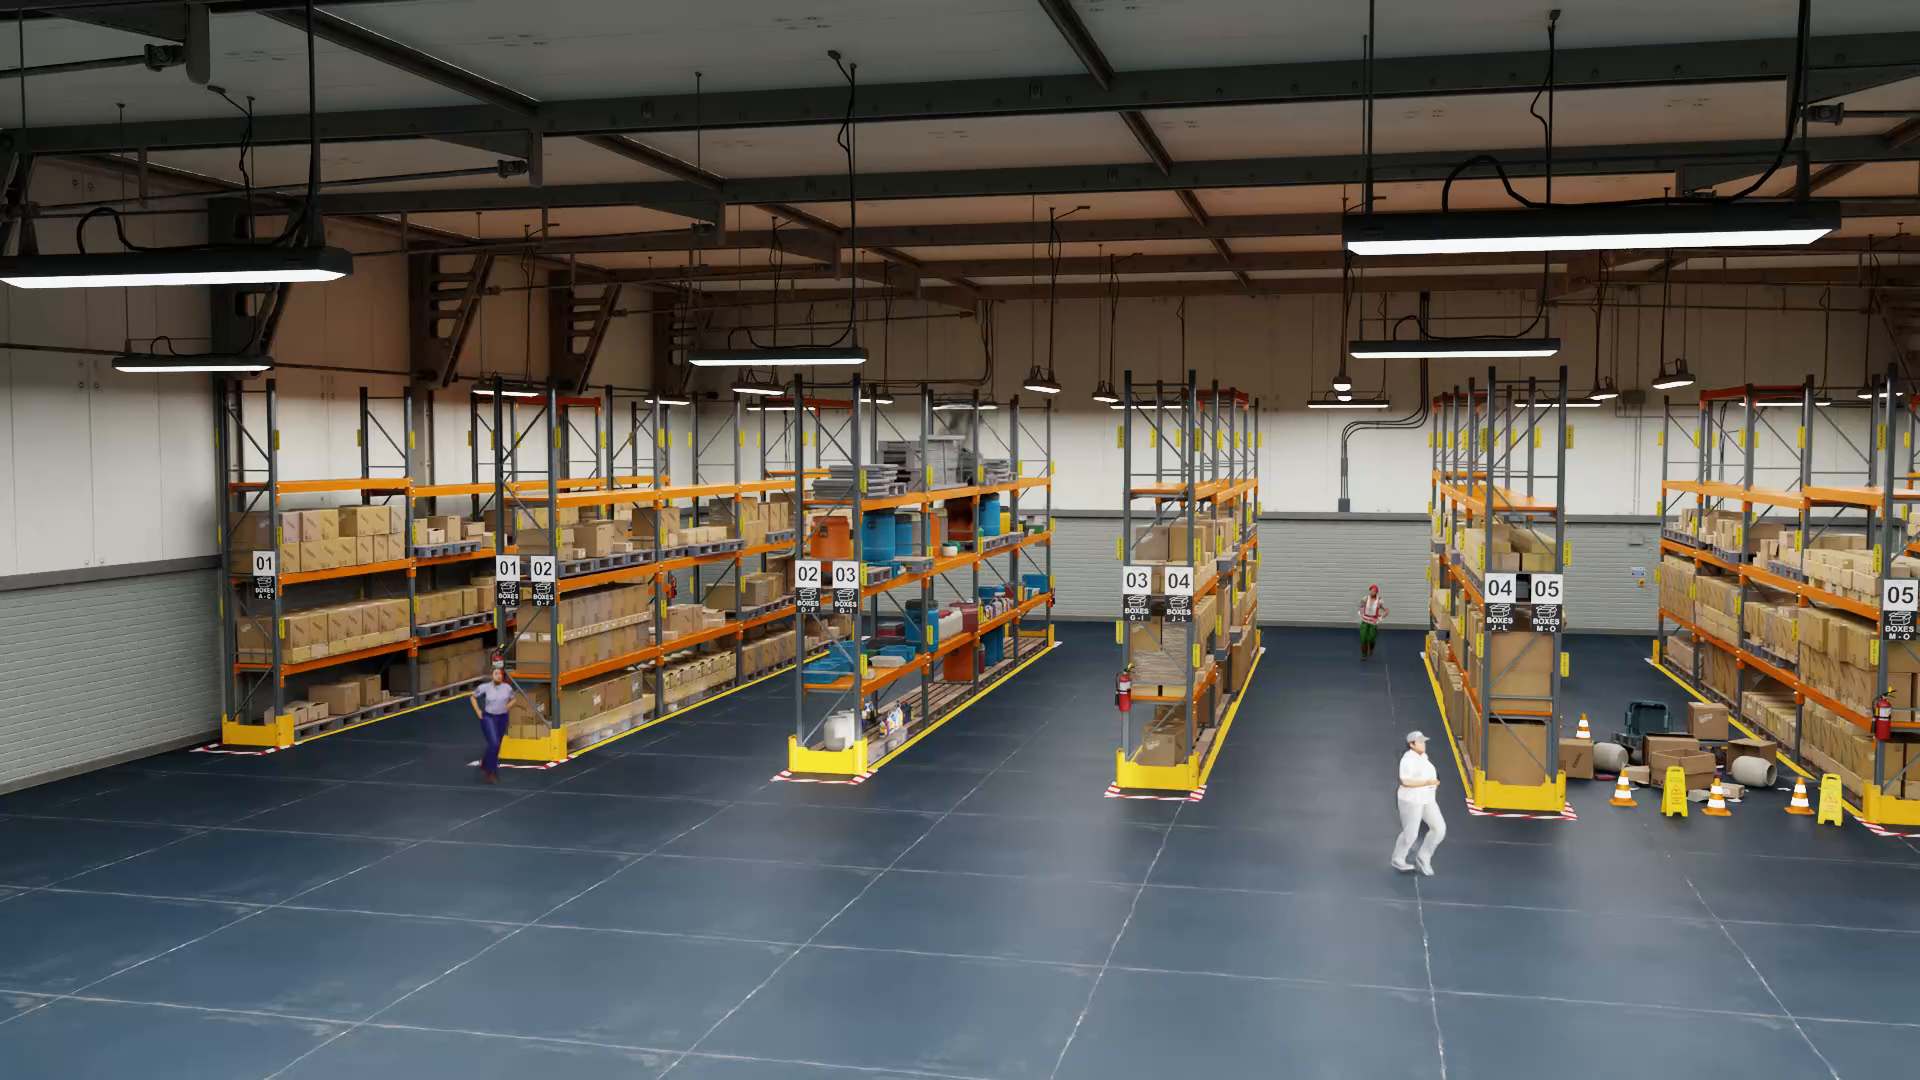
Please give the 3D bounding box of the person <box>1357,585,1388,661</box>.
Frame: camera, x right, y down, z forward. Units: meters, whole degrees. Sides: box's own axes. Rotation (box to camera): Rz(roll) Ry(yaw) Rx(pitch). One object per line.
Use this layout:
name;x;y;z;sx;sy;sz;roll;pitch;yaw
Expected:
person;9.332;1.880;37.716;0.682;1.728;0.632;2;4;30

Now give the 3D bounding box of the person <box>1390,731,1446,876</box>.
person;5.274;3.037;19.108;0.587;1.695;0.671;-3;4;-38

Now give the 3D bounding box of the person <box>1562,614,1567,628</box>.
person;12.658;2.046;35.618;0.588;1.634;0.793;0;3;6

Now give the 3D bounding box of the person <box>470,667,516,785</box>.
person;-6.848;2.720;24.522;0.627;1.708;0.686;-3;5;-42
